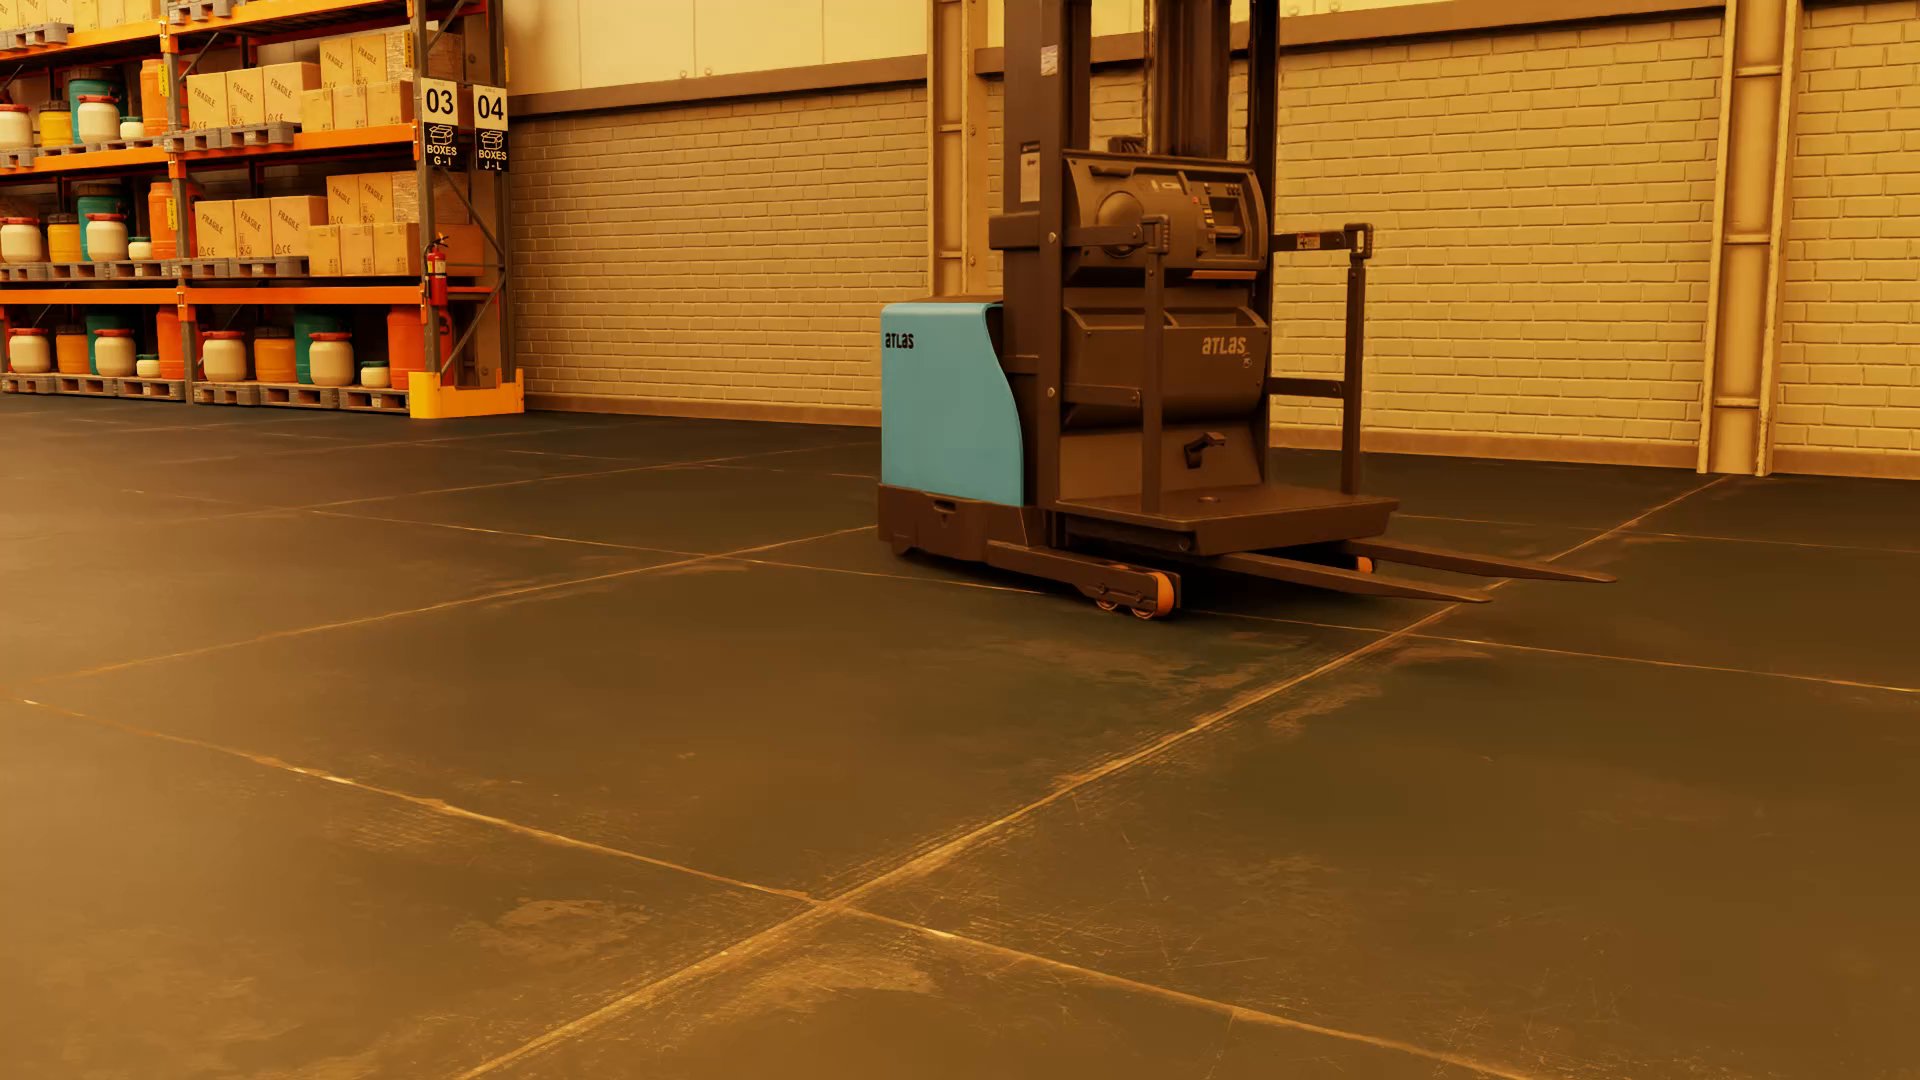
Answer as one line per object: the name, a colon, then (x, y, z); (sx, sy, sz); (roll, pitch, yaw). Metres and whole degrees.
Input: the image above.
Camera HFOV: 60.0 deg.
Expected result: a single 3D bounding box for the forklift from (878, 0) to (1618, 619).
forklift: (0.905, -1.256, 6.025); (1.130, 2.935, 3.031); (-6, 10, -35)
